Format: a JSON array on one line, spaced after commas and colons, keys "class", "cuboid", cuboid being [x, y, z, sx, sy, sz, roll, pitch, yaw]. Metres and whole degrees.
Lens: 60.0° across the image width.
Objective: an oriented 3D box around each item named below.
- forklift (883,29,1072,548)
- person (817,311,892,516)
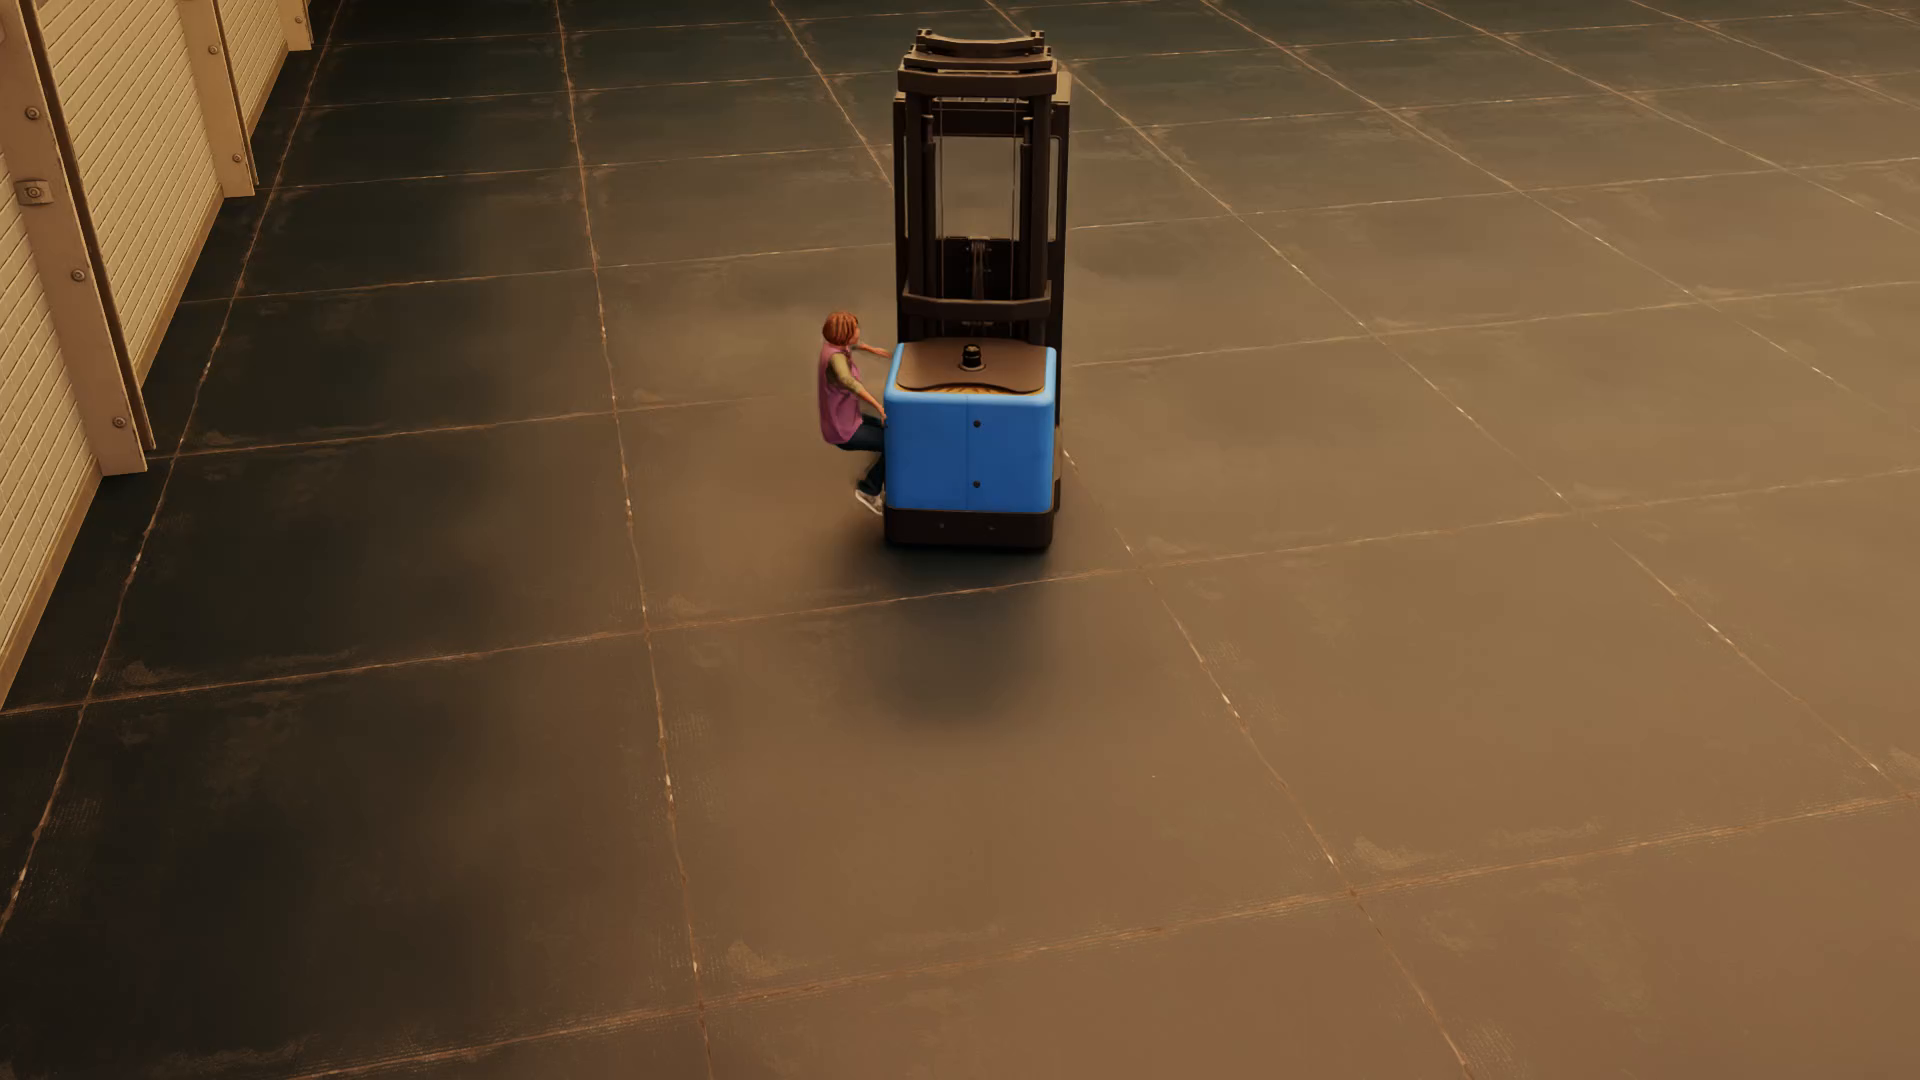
[{"class": "forklift", "cuboid": [0.149, -1.930, 10.908, 1.130, 2.935, 3.031, 2, 30, 3]}, {"class": "person", "cuboid": [-0.522, -0.780, 10.445, 0.732, 1.387, 0.967, -5, 30, -8]}]
